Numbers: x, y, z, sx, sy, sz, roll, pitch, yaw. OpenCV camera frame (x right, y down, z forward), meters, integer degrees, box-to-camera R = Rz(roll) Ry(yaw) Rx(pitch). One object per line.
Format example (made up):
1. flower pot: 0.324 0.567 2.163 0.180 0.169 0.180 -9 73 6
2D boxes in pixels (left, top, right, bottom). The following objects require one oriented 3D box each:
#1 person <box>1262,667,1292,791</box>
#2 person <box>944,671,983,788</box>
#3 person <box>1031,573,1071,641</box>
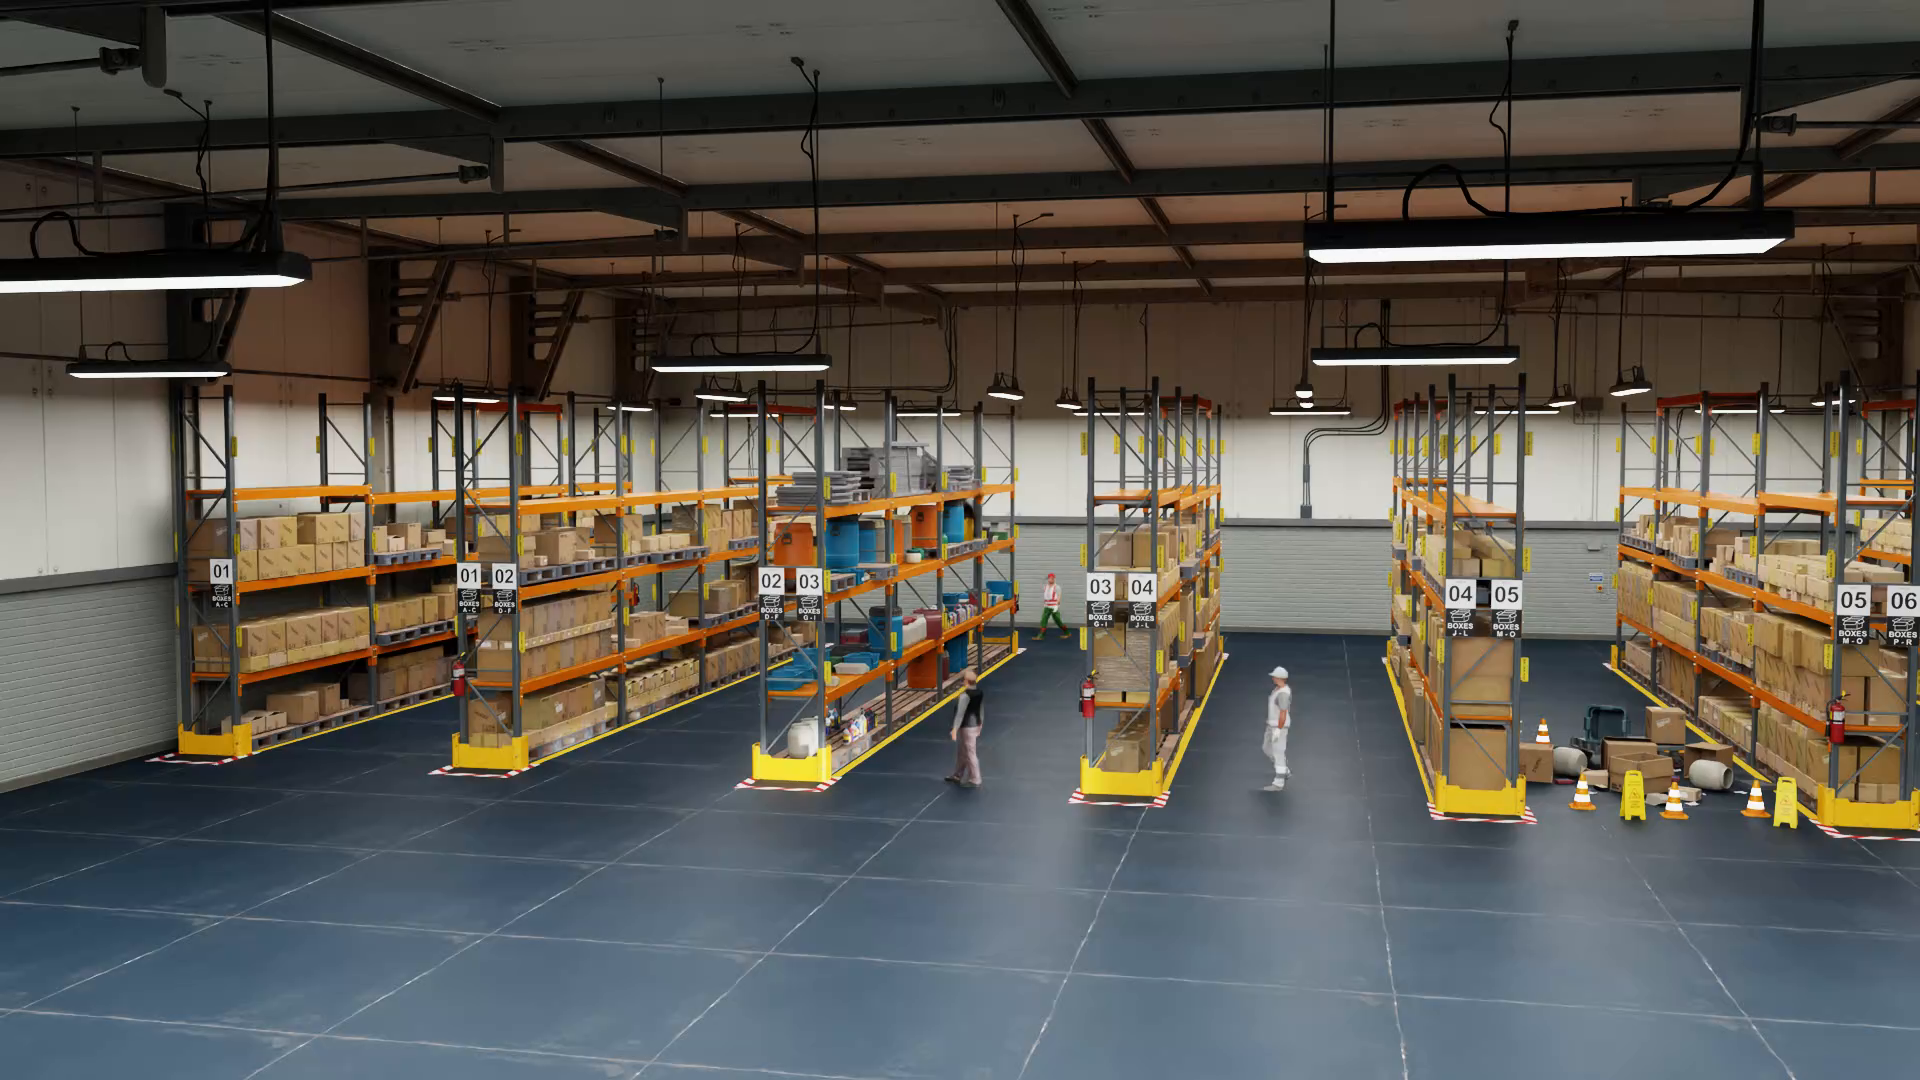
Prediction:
1. person: 4.637 2.738 24.280 0.523 1.789 0.623 0 3 -6
2. person: 0.016 2.871 24.465 0.628 1.531 0.567 1 3 13
3. person: 2.353 1.731 42.773 1.050 1.756 0.622 -2 4 -27
